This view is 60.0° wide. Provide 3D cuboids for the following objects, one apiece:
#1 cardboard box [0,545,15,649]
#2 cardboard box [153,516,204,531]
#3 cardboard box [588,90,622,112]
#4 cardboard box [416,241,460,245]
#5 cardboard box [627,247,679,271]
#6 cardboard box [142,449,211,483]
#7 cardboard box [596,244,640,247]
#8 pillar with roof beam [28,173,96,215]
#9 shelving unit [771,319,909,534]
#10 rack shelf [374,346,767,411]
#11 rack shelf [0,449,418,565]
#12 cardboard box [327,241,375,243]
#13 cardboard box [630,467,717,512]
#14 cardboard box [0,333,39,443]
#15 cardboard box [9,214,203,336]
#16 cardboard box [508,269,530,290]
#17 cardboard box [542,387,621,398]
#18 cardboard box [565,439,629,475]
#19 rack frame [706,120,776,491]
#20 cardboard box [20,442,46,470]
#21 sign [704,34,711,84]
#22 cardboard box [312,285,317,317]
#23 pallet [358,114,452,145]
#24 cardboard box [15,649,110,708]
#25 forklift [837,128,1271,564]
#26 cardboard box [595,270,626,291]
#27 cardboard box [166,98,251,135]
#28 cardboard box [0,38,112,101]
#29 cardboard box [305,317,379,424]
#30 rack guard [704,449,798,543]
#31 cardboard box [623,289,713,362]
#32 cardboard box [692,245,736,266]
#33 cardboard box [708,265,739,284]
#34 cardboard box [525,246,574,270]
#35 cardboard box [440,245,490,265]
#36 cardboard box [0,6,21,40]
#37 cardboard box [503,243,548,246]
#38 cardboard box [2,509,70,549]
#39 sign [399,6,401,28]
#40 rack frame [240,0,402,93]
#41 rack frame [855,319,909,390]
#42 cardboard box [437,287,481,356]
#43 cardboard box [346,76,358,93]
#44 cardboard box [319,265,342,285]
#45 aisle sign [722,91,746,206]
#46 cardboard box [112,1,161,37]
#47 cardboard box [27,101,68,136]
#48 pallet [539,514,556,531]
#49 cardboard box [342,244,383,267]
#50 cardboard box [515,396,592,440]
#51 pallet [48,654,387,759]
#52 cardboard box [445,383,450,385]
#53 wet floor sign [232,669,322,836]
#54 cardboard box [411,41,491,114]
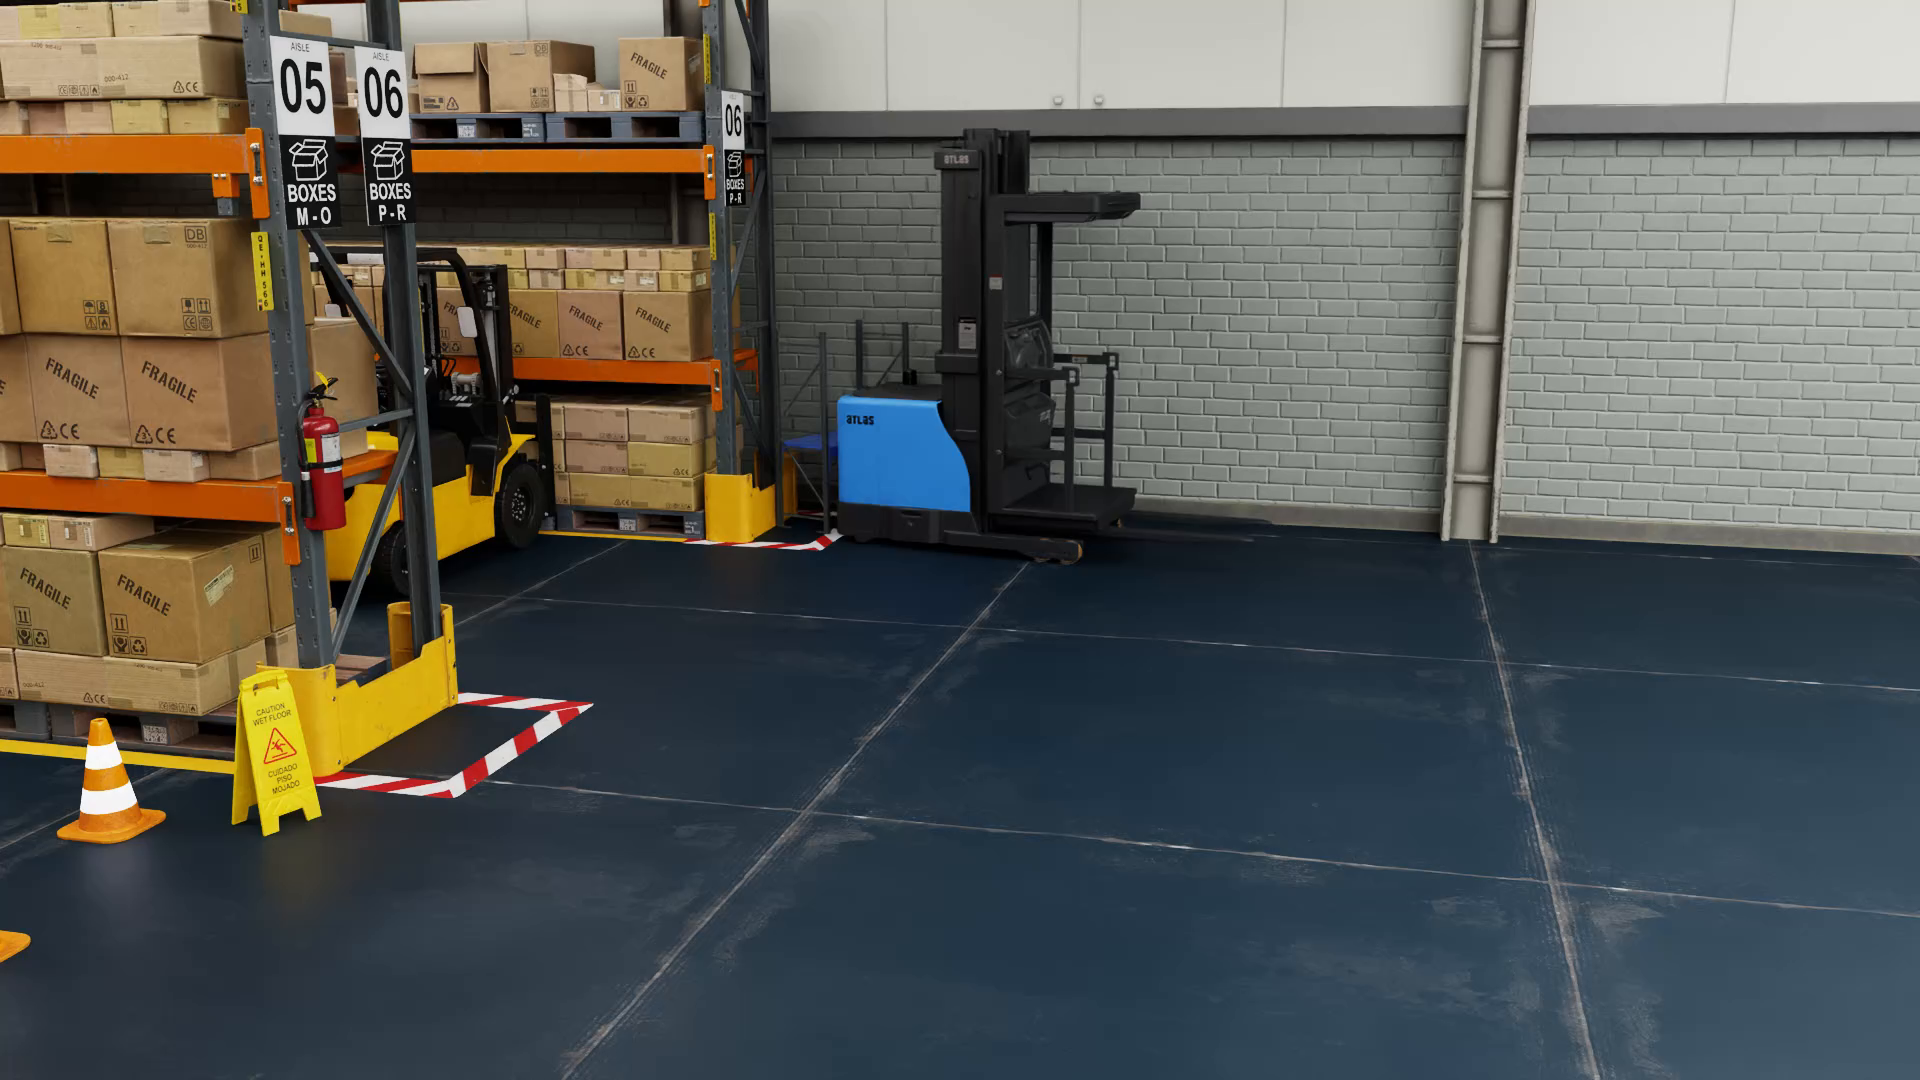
[{"bbox_3d":[-4.620,0.203,8.040,0.500,0.500,0.500,3,13,12],"label":"cardboard box"},{"bbox_3d":[-4.033,0.117,8.430,0.500,0.500,0.500,3,13,11],"label":"cardboard box"},{"bbox_3d":[-2.476,-3.146,11.942,0.250,0.149,0.380,3,13,12],"label":"cardboard box"},{"bbox_3d":[-4.101,-2.286,13.198,0.250,0.149,0.380,3,13,13],"label":"cardboard box"},{"bbox_3d":[-2.244,-2.062,12.189,0.250,0.149,0.380,3,13,14],"label":"cardboard box"},{"bbox_3d":[-3.471,-0.369,7.551,0.250,0.149,0.380,3,13,13],"label":"cardboard box"},{"bbox_3d":[-2.616,-2.192,12.772,0.250,0.149,0.380,3,13,14],"label":"cardboard box"},{"bbox_3d":[-8.915,-4.132,10.081,0.400,9.000,9.100,3,13,14],"label":"pillar with roof beam"},{"bbox_3d":[-0.898,-0.897,12.806,0.538,1.500,1.048,8,15,34],"label":"shelving unit"},{"bbox_3d":[-3.540,-1.324,12.936,4.000,0.370,1.077,3,13,14],"label":"rack shelf"},{"bbox_3d":[-4.726,-0.280,8.230,4.000,0.370,1.077,3,13,14],"label":"rack shelf"},{"bbox_3d":[-4.866,-2.315,13.326,0.250,0.149,0.380,3,13,12],"label":"cardboard box"},{"bbox_3d":[-2.131,-0.392,12.453,0.500,0.250,0.500,3,13,14],"label":"cardboard box"},{"bbox_3d":[-4.347,-0.745,7.749,0.500,0.500,0.500,3,13,13],"label":"cardboard box"},{"bbox_3d":[-3.822,-1.218,7.571,0.500,0.500,0.700,3,13,14],"label":"cardboard box"},{"bbox_3d":[-3.254,-1.957,12.402,0.250,0.149,0.380,3,13,14],"label":"cardboard box"},{"bbox_3d":[-2.989,-1.040,13.067,0.500,0.250,0.500,3,13,13],"label":"cardboard box"},{"bbox_3d":[-2.630,-0.666,12.534,0.500,0.250,0.500,3,13,13],"label":"cardboard box"},{"bbox_3d":[-1.599,-1.571,12.390,0.127,3.000,1.000,3,13,14],"label":"rack frame"},{"bbox_3d":[-4.187,-0.436,7.856,0.250,0.149,0.380,3,13,14],"label":"cardboard box"},{"bbox_3d":[-1.742,-3.316,11.467,0.005,0.325,0.100,3,13,14],"label":"sign"},{"bbox_3d":[-5.114,-1.750,12.964,0.500,0.500,0.500,3,13,12],"label":"cardboard box"},{"bbox_3d":[-4.648,-3.161,12.836,1.213,0.211,1.003,3,13,14],"label":"pallet"},{"bbox_3d":[-4.135,0.596,8.000,0.500,0.250,0.500,3,13,14],"label":"cardboard box"},{"bbox_3d":[0.673,-1.392,11.741,3.031,2.935,1.130,5,13,20],"label":"forklift"},{"bbox_3d":[-2.495,-1.929,12.275,0.250,0.149,0.380,3,13,15],"label":"cardboard box"},{"bbox_3d":[-3.198,-1.829,7.205,0.250,0.149,0.380,3,13,14],"label":"cardboard box"},{"bbox_3d":[-3.831,-2.063,7.340,0.500,0.250,0.500,3,13,13],"label":"cardboard box"},{"bbox_3d":[-3.178,-0.804,8.015,0.500,0.500,0.500,3,13,13],"label":"cardboard box"},{"bbox_3d":[-1.575,-0.350,12.655,0.348,0.500,1.175,3,13,14],"label":"rack guard"},{"bbox_3d":[-2.139,-1.590,12.246,0.500,0.500,0.500,3,13,12],"label":"cardboard box"},{"bbox_3d":[-1.874,-2.144,12.558,0.250,0.149,0.380,3,13,12],"label":"cardboard box"},{"bbox_3d":[-1.866,-2.009,12.634,0.250,0.149,0.380,3,13,12],"label":"cardboard box"},{"bbox_3d":[-3.008,-2.089,12.309,0.250,0.149,0.380,3,13,15],"label":"cardboard box"},{"bbox_3d":[-3.728,-2.151,12.589,0.250,0.149,0.380,3,13,14],"label":"cardboard box"},{"bbox_3d":[-4.146,-2.283,7.411,0.250,0.149,0.380,3,13,14],"label":"cardboard box"},{"bbox_3d":[-3.368,-2.231,12.947,0.250,0.149,0.380,3,13,14],"label":"cardboard box"},{"bbox_3d":[-4.240,-0.078,7.810,0.250,0.149,0.380,3,13,14],"label":"cardboard box"},{"bbox_3d":[-2.654,-2.532,7.779,0.005,0.325,0.100,3,13,14],"label":"sign"},{"bbox_3d":[-2.784,-3.456,7.035,0.127,3.000,1.000,3,13,14],"label":"rack frame"},{"bbox_3d":[-0.611,-0.988,13.215,0.500,1.500,0.032,8,15,34],"label":"rack frame"},{"bbox_3d":[-3.629,-1.670,12.603,0.500,0.500,0.500,3,13,14],"label":"cardboard box"},{"bbox_3d":[-4.733,-3.359,12.529,0.500,0.311,0.500,3,13,15],"label":"cardboard box"},{"bbox_3d":[-4.724,-2.052,12.827,0.250,0.149,0.380,3,13,13],"label":"cardboard box"},{"bbox_3d":[-1.605,-2.775,11.815,0.004,0.787,0.394,3,13,14],"label":"aisle sign"},{"bbox_3d":[-3.425,-2.235,7.197,0.250,0.149,0.380,3,13,15],"label":"cardboard box"},{"bbox_3d":[-3.927,-1.883,7.449,0.250,0.149,0.380,3,13,14],"label":"cardboard box"},{"bbox_3d":[-3.532,-0.305,13.119,1.213,0.211,1.003,3,13,14],"label":"pallet"},{"bbox_3d":[-4.493,-2.170,12.673,0.250,0.149,0.380,3,13,15],"label":"cardboard box"},{"bbox_3d":[-3.110,-0.930,12.569,0.500,0.250,0.500,3,13,14],"label":"cardboard box"},{"bbox_3d":[-3.638,0.781,8.228,1.213,0.211,1.003,3,13,14],"label":"pallet"},{"bbox_3d":[-4.463,-1.122,13.434,0.500,0.250,0.500,3,13,13],"label":"cardboard box"},{"bbox_3d":[-2.856,0.857,6.881,0.232,0.644,0.267,8,15,33],"label":"wet floor sign"},{"bbox_3d":[-3.616,-3.424,12.378,0.637,0.503,0.797,3,13,15],"label":"cardboard box"}]
